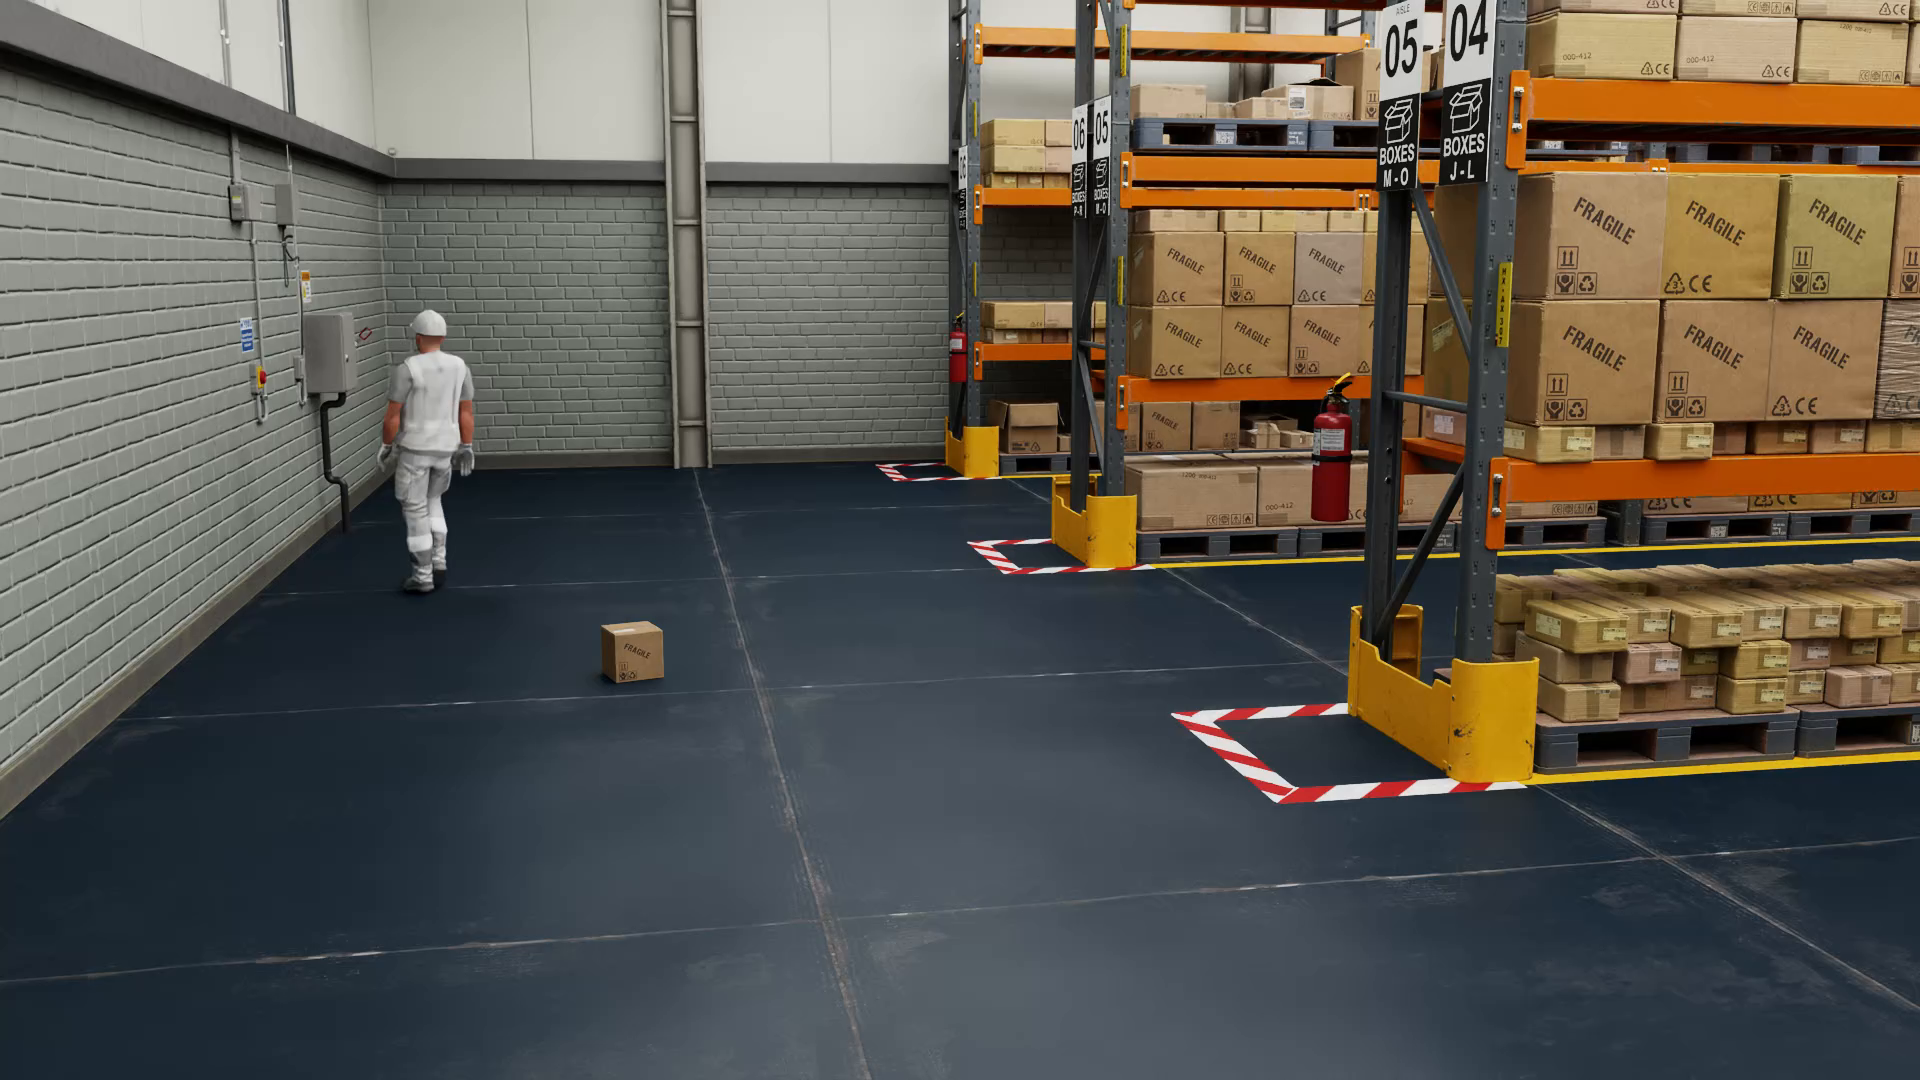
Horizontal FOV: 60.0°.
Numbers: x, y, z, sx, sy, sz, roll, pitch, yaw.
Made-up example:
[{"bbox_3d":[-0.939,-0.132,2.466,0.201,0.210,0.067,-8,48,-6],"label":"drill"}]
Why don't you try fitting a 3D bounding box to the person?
[{"bbox_3d":[-3.431,-0.555,10.630,0.496,1.822,0.570,9,13,42],"label":"person"}]
